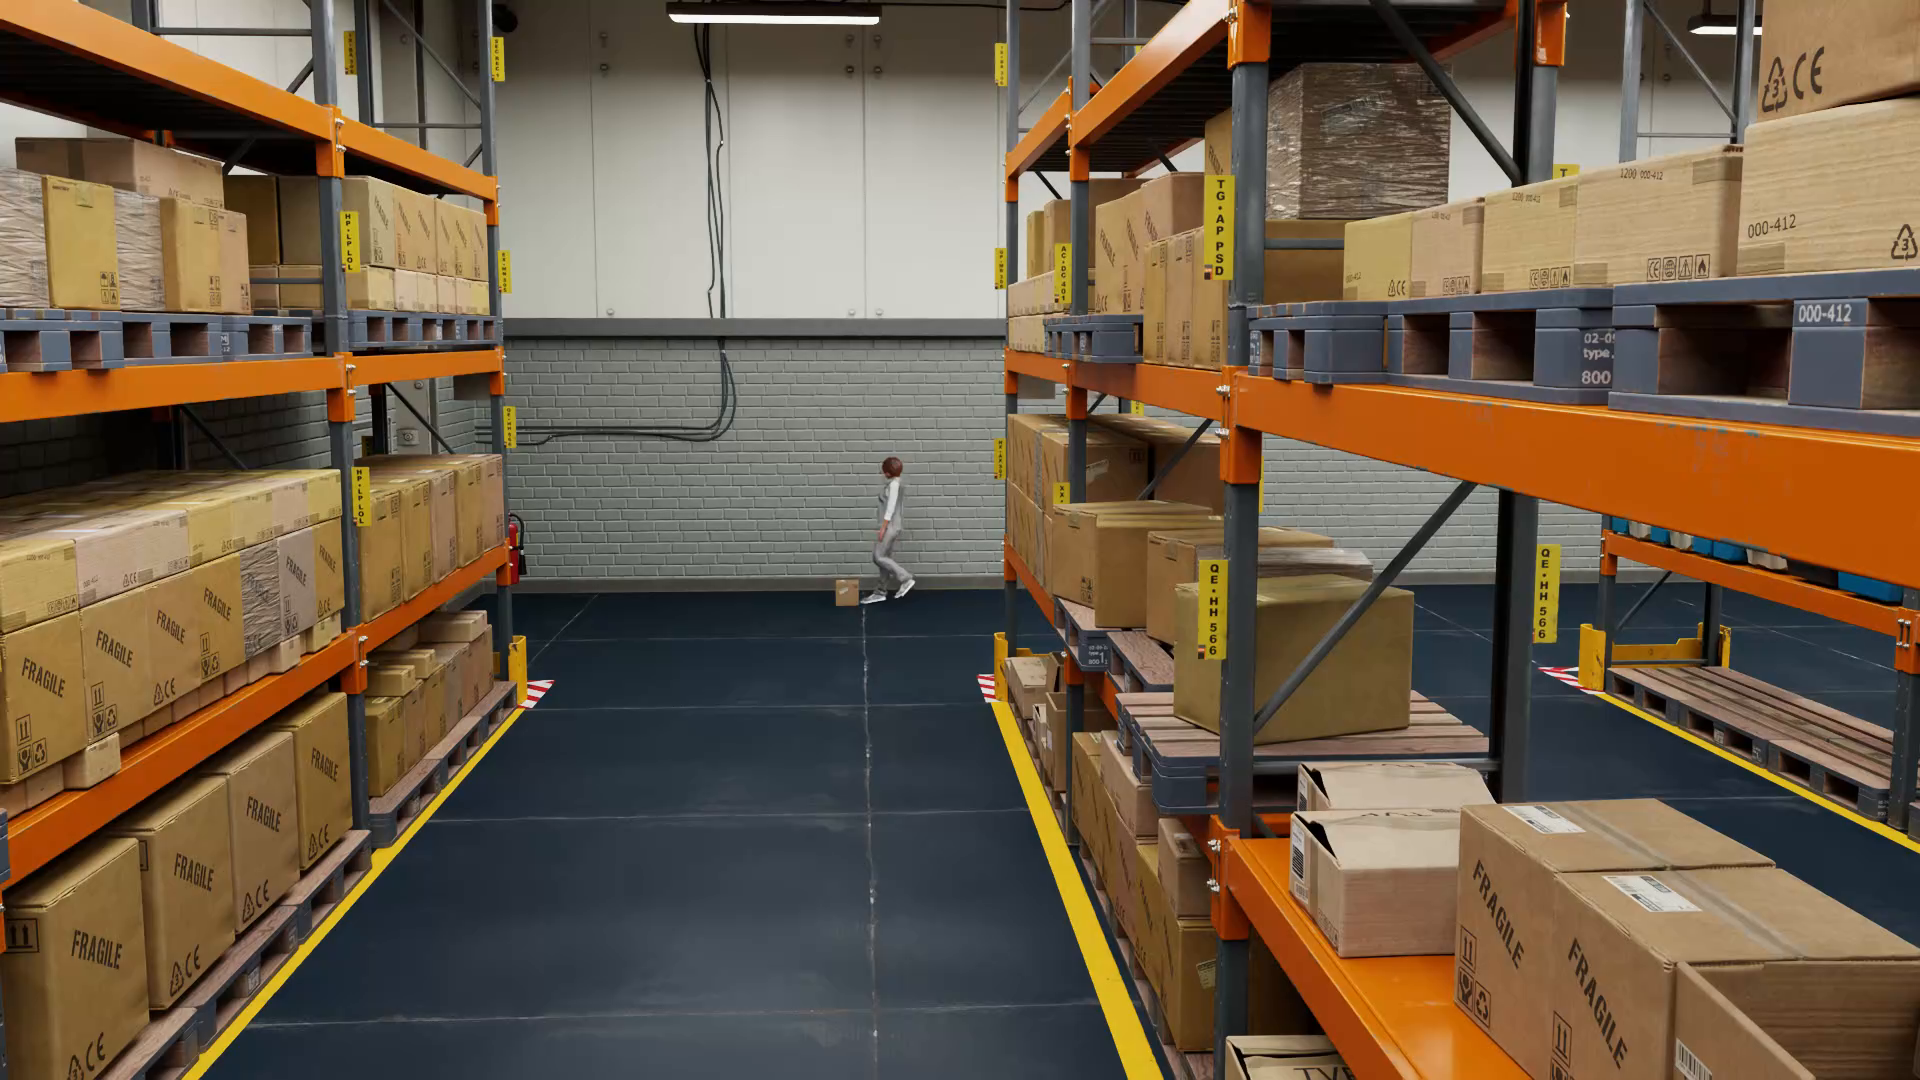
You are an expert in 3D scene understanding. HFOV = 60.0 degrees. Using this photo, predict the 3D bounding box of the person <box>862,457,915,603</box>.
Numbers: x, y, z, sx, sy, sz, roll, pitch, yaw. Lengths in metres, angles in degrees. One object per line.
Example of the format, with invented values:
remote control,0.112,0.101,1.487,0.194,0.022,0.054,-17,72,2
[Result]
person,-0.782,-0.099,18.067,0.599,1.608,0.467,0,7,2
